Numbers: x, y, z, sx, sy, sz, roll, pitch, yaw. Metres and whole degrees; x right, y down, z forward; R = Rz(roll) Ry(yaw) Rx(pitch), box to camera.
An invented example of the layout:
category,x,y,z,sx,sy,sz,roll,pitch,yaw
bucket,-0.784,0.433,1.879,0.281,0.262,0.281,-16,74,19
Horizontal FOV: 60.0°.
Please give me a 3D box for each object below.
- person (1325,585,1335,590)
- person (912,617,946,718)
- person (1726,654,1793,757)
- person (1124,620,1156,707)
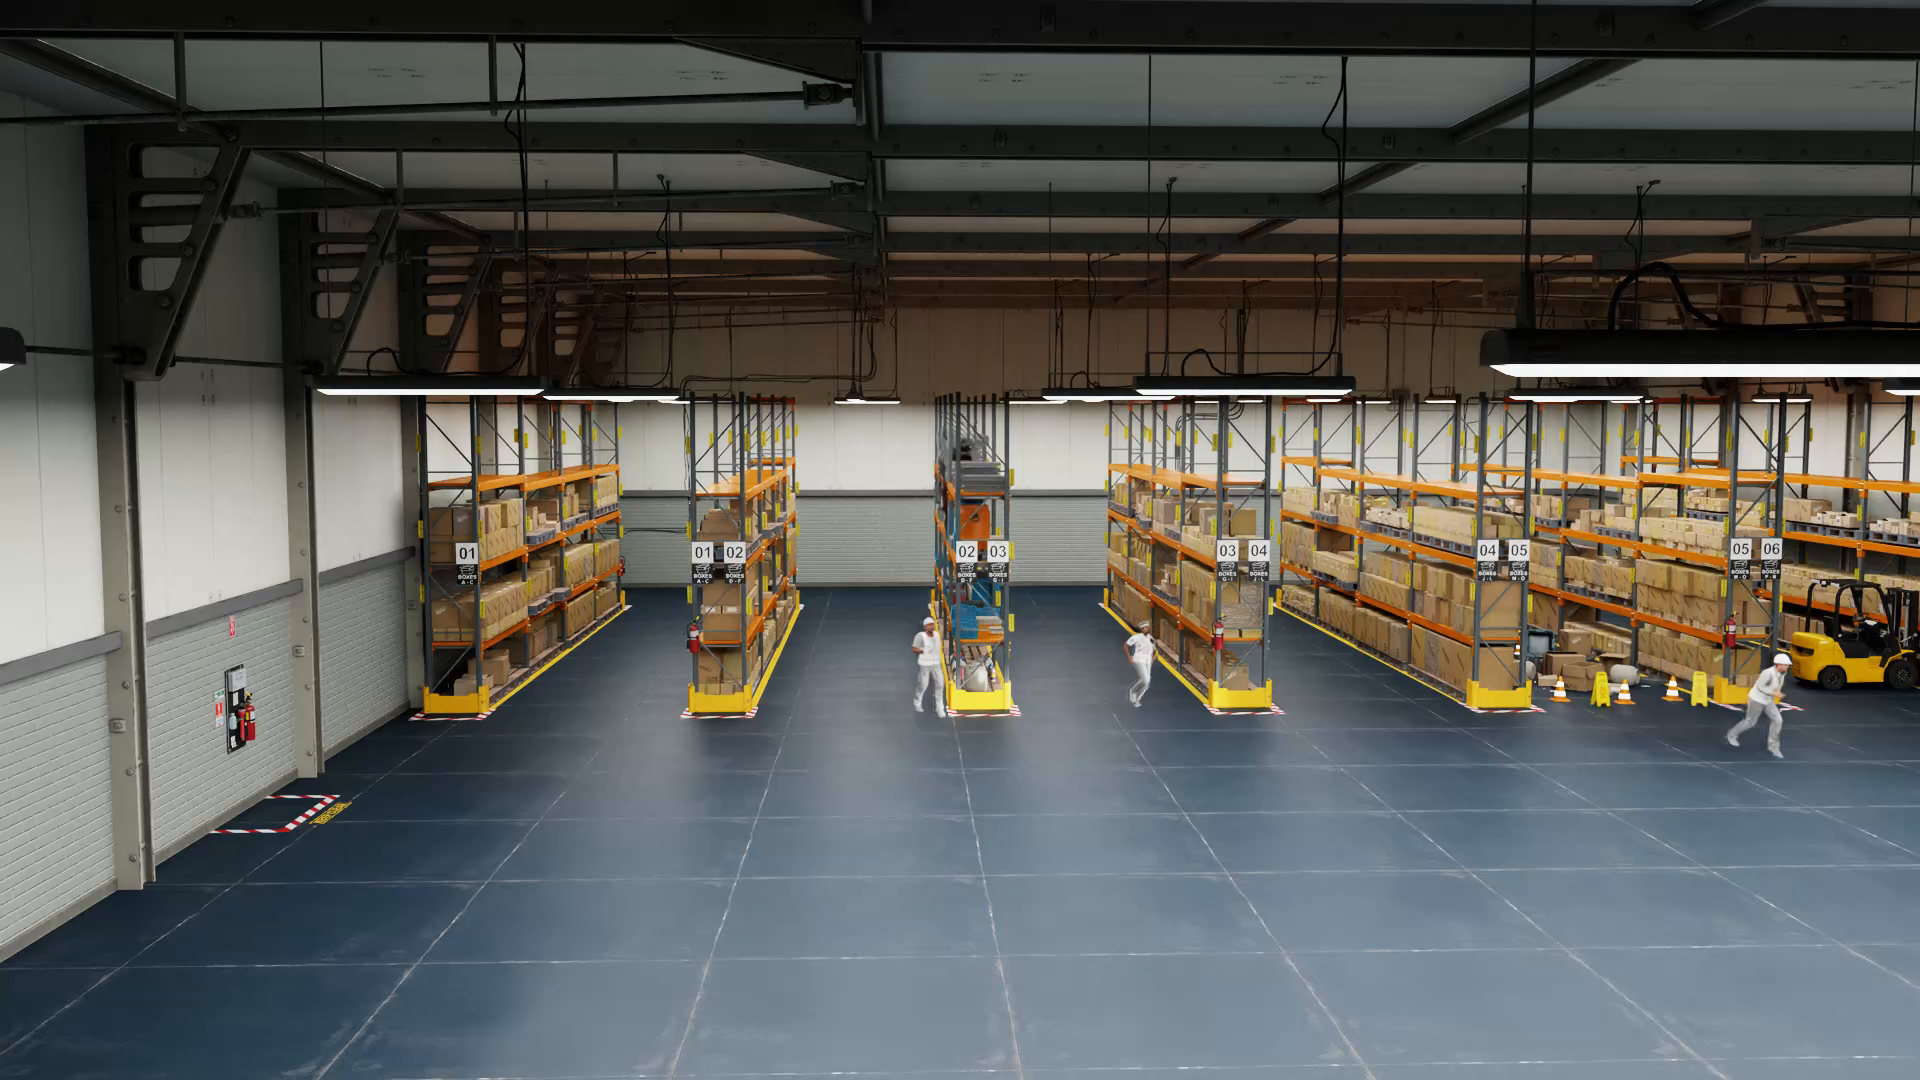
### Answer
category,x,y,z,sx,sy,sz,roll,pitch,yaw
person,10.865,1.106,48.322,0.622,1.602,0.577,4,6,42
person,-0.585,2.355,30.831,0.677,1.845,0.778,-3,5,-31
person,13.230,2.704,27.515,0.701,1.731,1.044,-4,6,-39
person,3.521,2.361,31.802,0.611,1.652,0.541,-3,6,-35
